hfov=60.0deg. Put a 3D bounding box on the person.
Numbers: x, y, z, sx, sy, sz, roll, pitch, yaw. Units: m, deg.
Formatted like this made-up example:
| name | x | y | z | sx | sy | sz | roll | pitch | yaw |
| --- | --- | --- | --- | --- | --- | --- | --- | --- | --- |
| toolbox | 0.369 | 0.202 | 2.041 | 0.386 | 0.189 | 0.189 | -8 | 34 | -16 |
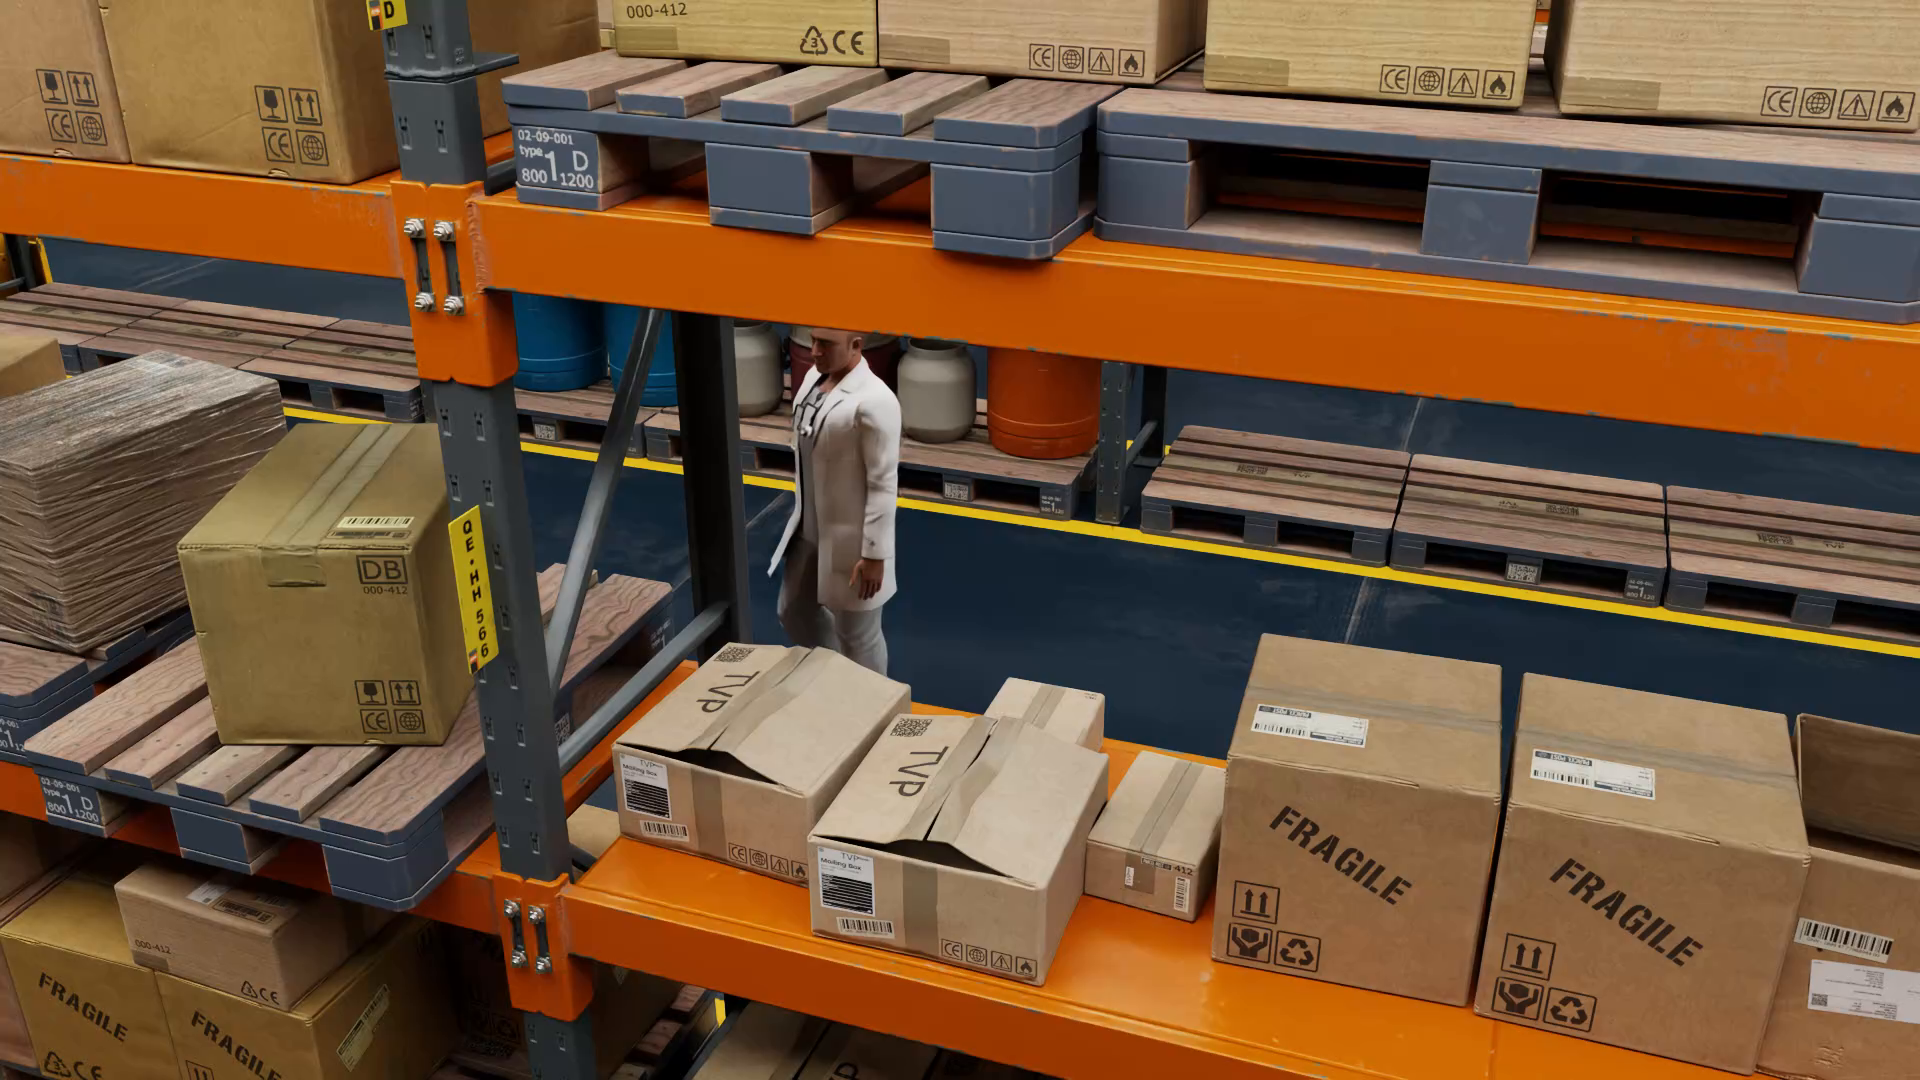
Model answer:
| name | x | y | z | sx | sy | sz | roll | pitch | yaw |
| --- | --- | --- | --- | --- | --- | --- | --- | --- | --- |
| person | -0.424 | -0.021 | 6.148 | 0.482 | 1.778 | 0.613 | -18 | 31 | -33 |
